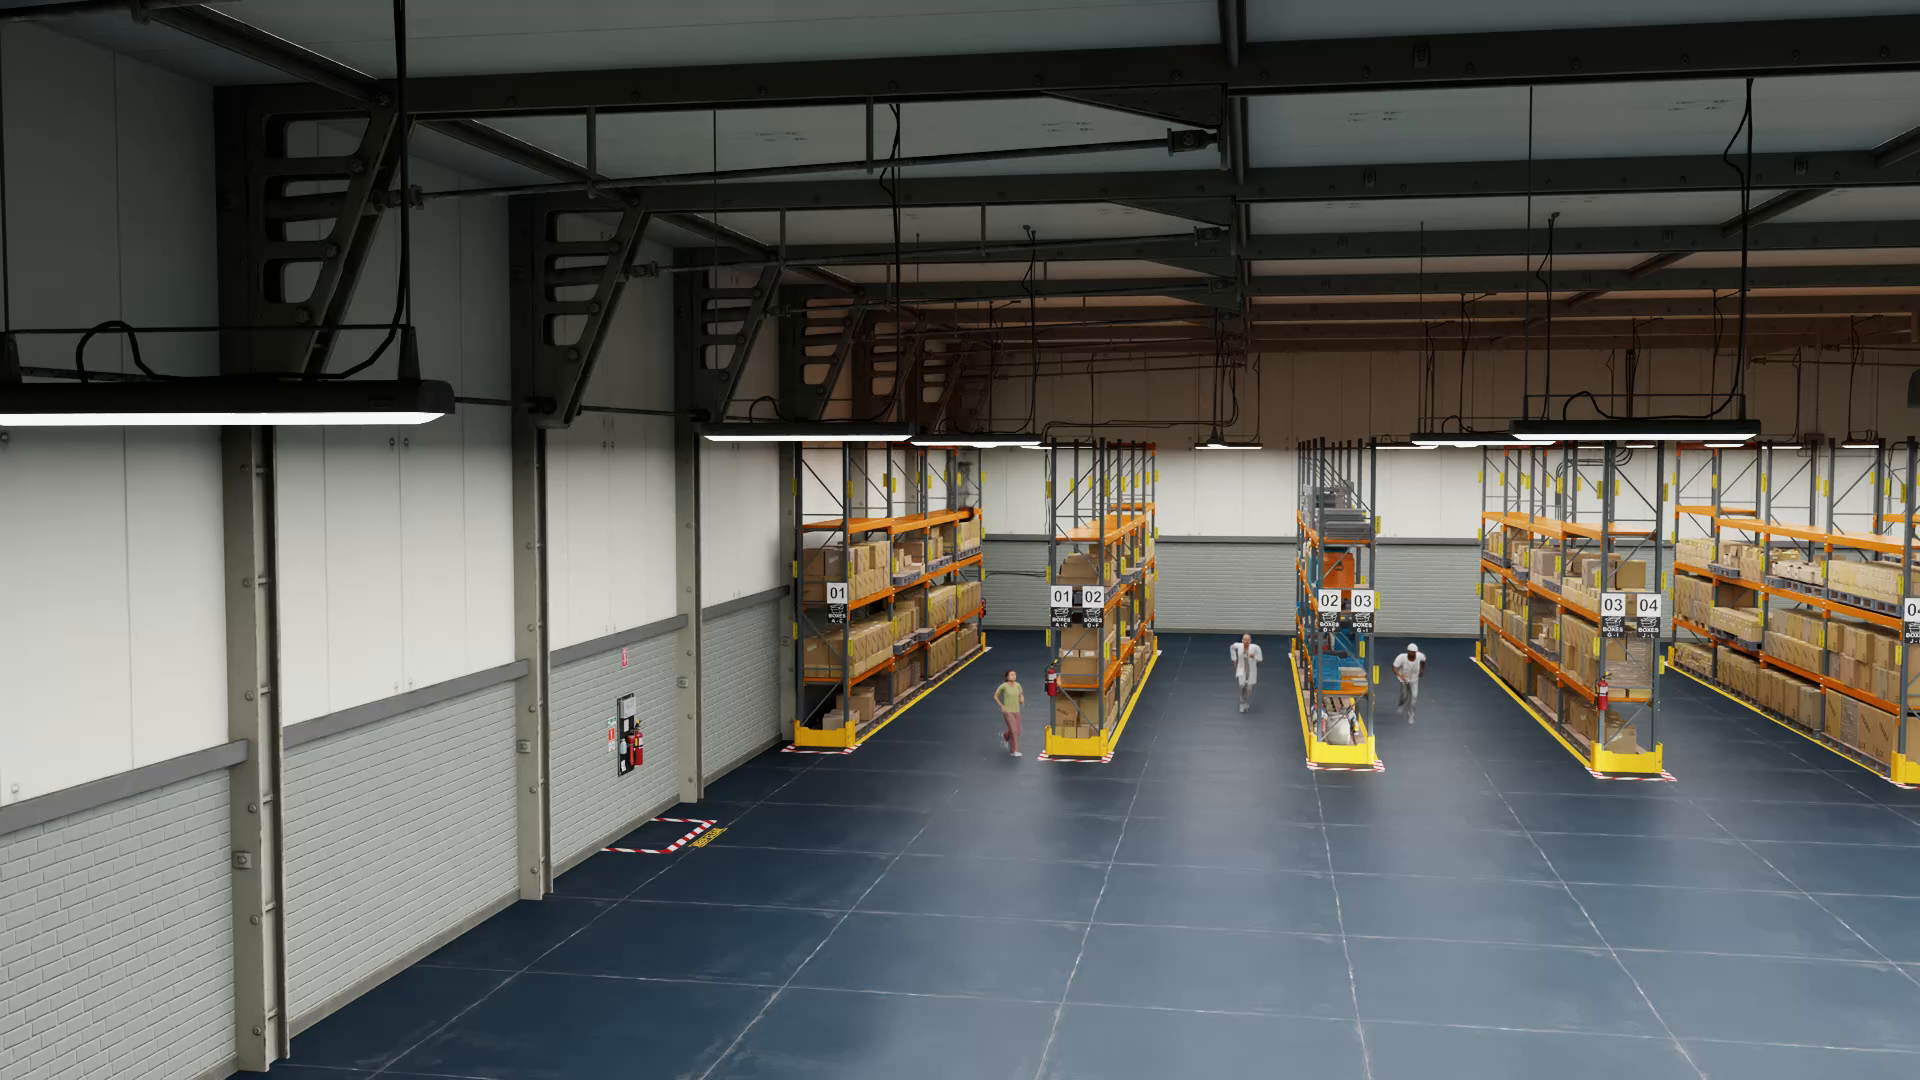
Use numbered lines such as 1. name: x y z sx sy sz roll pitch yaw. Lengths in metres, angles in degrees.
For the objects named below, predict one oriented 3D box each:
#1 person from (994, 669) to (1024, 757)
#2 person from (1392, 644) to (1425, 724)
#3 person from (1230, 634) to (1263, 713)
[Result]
1. person: 0.936 3.240 31.384 0.579 1.632 0.694 -2 3 -29
2. person: 9.532 3.023 35.427 0.735 1.715 1.048 0 3 -5
3. person: 6.285 2.917 36.529 0.691 1.736 0.982 0 3 8
